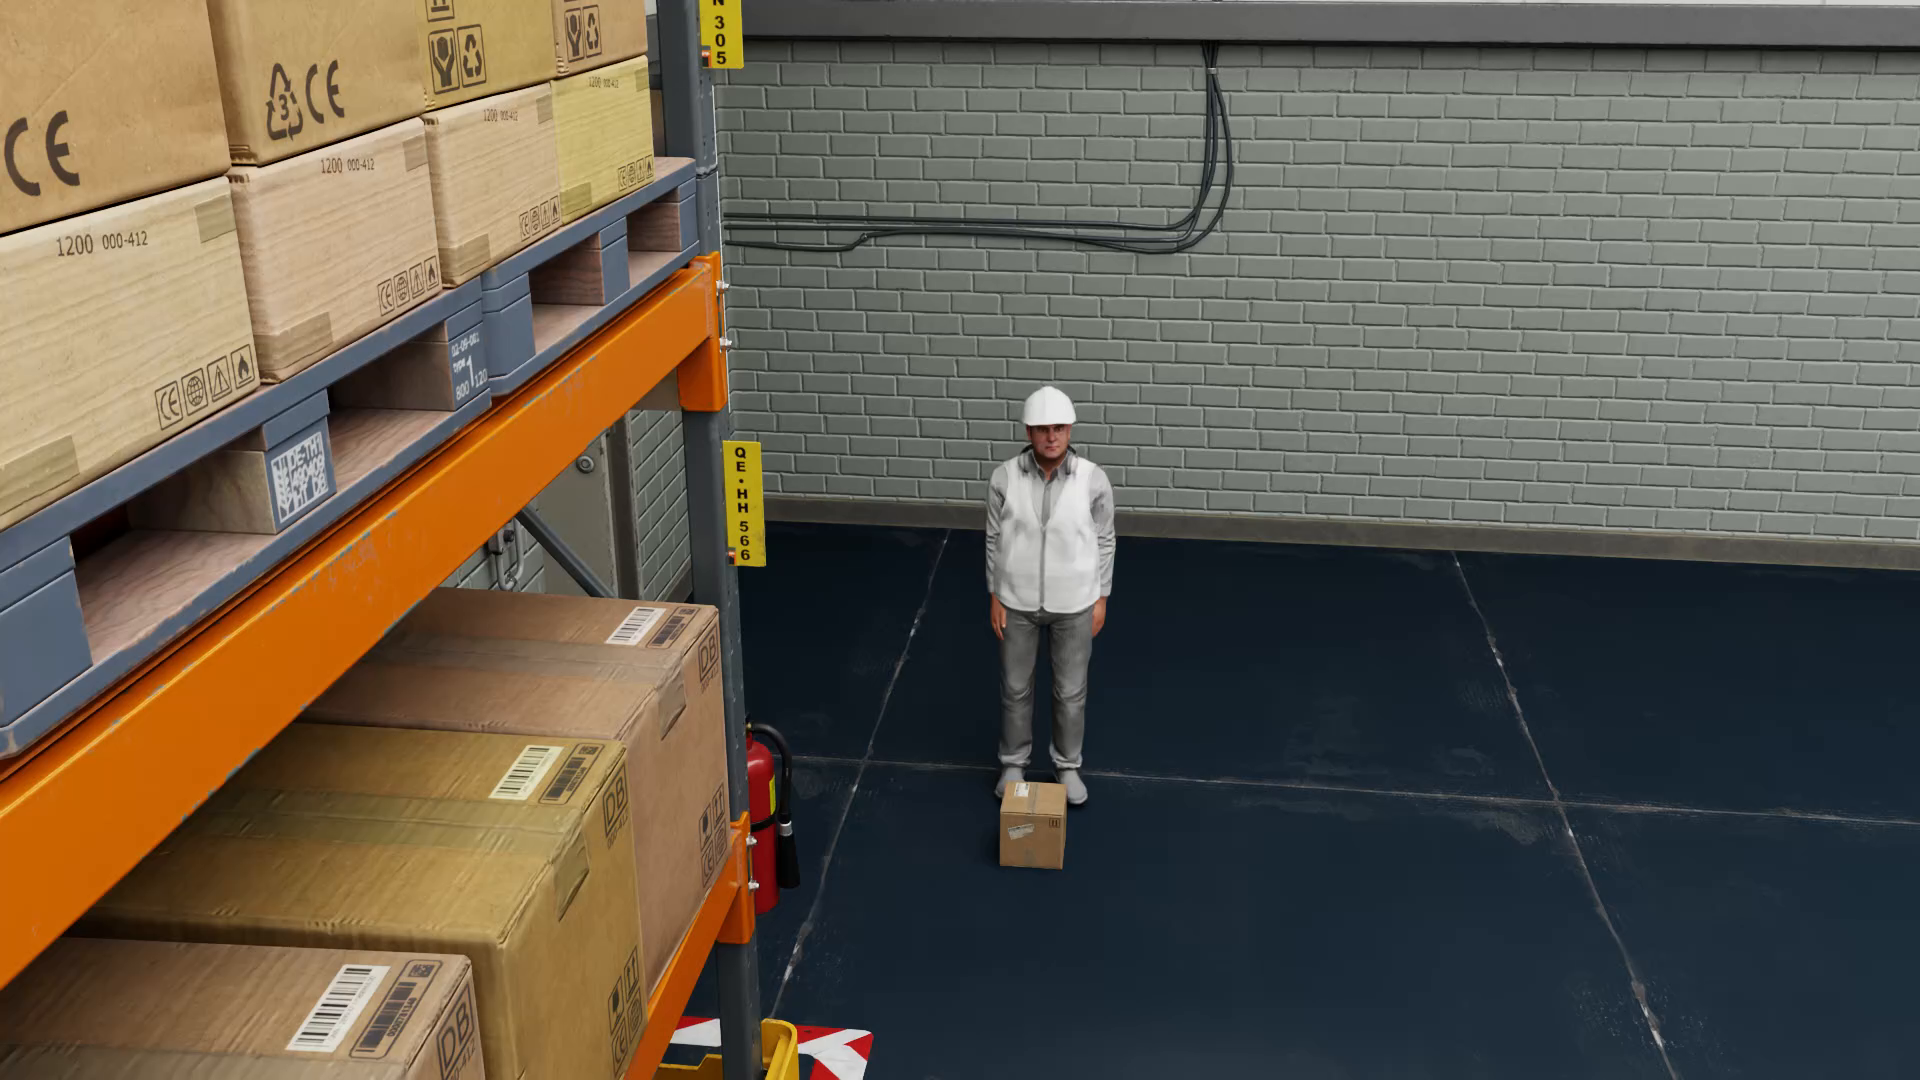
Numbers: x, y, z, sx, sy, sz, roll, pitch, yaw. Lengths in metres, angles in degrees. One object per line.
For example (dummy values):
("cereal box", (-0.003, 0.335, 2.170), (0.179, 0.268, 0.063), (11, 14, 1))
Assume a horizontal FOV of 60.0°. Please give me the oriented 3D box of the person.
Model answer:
("person", (0.364, 0.241, 6.862), (0.533, 1.773, 0.357), (3, 21, 8))
